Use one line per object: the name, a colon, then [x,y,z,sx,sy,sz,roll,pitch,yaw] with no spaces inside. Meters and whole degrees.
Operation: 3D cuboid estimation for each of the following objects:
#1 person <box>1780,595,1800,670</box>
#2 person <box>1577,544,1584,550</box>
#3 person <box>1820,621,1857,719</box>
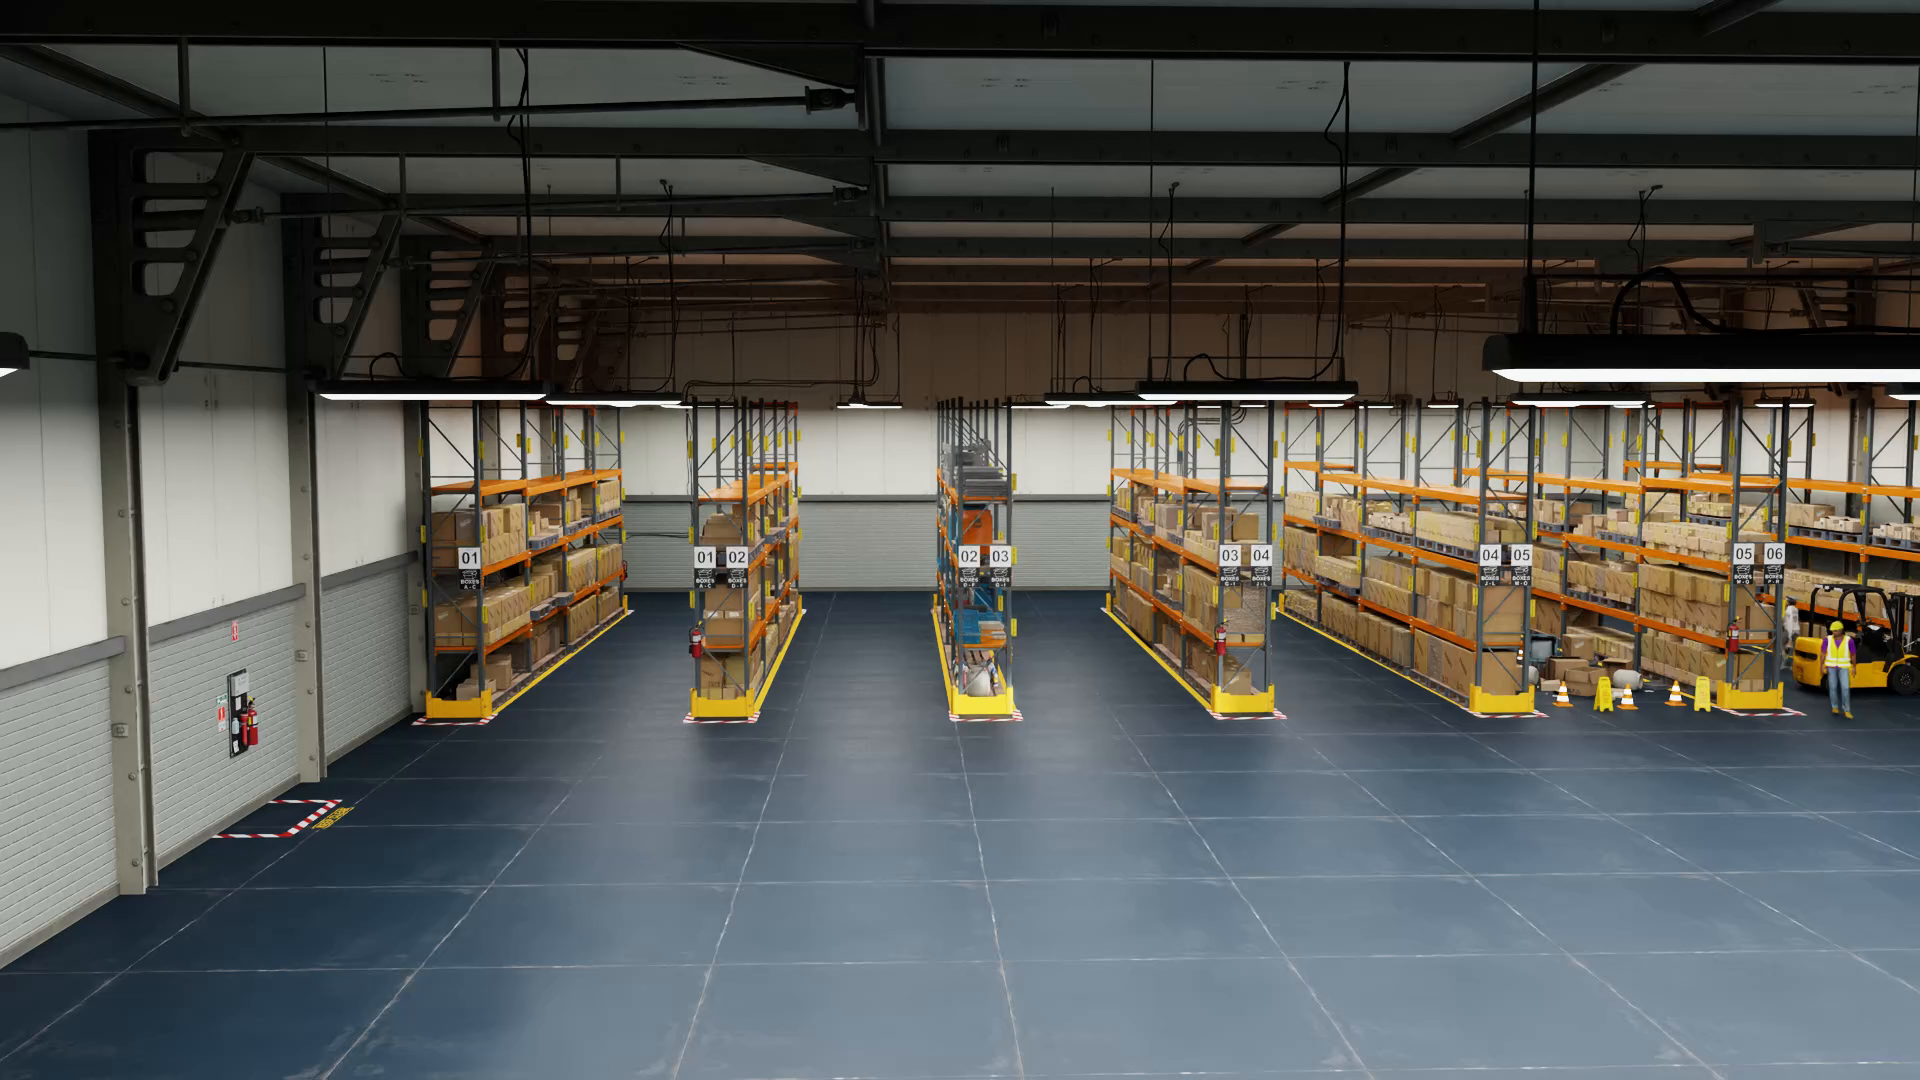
person: [18.371,2.078,36.717,0.469,1.719,0.592,-1,5,-13]
person: [18.671,0.995,49.966,1.099,1.729,0.583,-1,4,-9]
person: [16.548,2.437,31.337,0.623,1.812,0.581,3,5,33]
